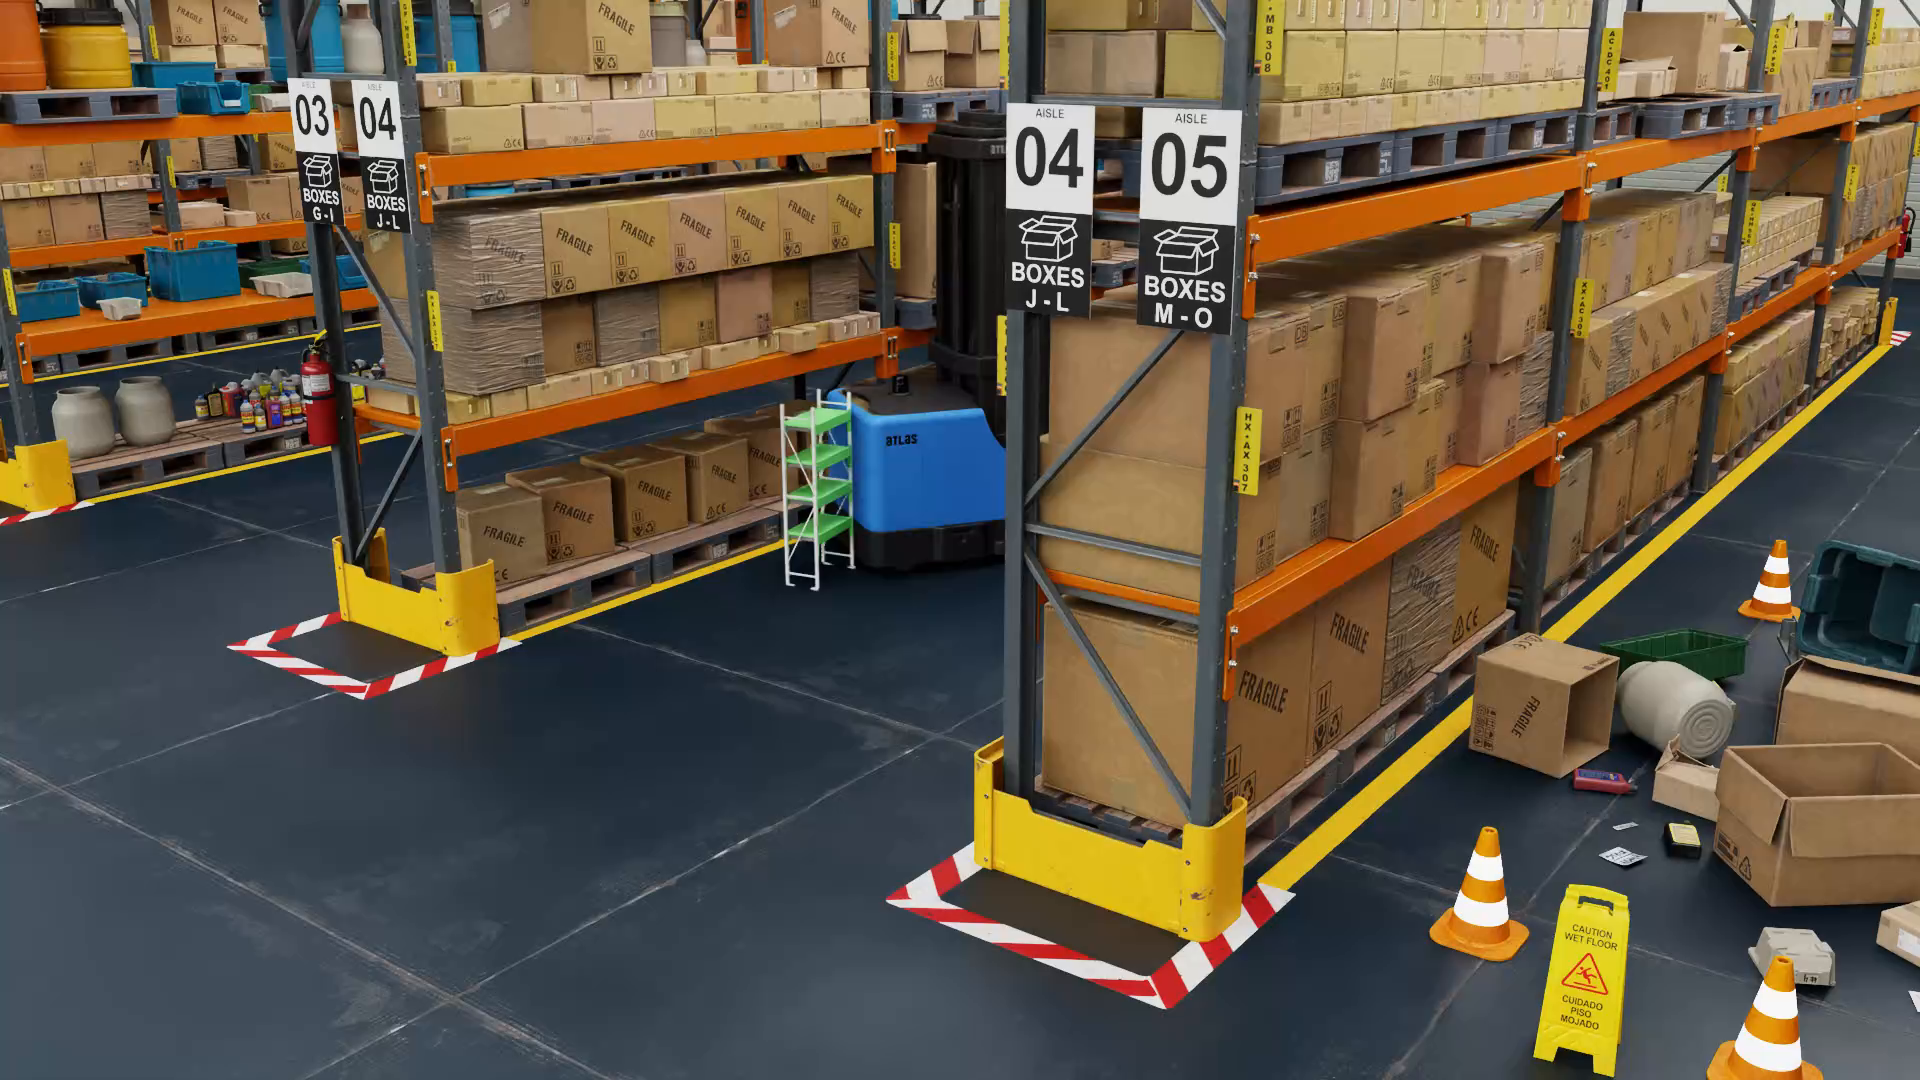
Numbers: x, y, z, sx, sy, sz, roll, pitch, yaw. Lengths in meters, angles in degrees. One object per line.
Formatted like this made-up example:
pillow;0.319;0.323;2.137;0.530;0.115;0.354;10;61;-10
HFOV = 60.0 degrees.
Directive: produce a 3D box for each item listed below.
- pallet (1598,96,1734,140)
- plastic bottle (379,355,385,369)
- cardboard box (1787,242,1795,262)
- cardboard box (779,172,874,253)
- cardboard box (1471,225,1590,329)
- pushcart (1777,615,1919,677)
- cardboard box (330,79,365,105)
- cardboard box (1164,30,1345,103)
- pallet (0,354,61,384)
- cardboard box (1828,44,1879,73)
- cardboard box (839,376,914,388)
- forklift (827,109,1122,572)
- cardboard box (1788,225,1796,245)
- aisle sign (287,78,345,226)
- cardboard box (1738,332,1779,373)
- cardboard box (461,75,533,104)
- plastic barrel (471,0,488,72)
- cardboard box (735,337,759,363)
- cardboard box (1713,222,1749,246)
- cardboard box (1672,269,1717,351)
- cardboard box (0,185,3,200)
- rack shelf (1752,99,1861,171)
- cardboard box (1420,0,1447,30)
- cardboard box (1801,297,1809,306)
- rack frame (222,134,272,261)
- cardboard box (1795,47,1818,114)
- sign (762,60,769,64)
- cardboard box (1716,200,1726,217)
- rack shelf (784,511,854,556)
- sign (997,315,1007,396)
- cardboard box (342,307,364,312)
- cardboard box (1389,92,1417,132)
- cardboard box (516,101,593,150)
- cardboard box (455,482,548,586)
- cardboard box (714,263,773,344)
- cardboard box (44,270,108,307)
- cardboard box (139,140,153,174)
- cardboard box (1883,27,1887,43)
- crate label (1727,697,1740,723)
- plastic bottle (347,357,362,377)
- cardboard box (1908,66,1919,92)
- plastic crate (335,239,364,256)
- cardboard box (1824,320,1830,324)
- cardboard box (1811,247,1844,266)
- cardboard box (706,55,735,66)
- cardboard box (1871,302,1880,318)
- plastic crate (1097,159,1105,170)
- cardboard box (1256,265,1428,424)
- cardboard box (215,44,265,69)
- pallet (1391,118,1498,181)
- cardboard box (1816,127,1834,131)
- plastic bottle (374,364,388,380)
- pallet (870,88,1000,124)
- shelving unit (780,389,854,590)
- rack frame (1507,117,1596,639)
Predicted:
pallet;4.383;-2.795;10.947;1.003;0.211;1.213;14;22;37
plastic bottle;-5.438;-1.614;15.742;0.097;0.271;0.097;0;17;0
cardboard box;7.078;-2.538;14.575;0.380;0.149;0.250;11;21;32
cardboard box;-0.966;-2.342;11.871;0.500;0.500;0.500;12;21;35
cardboard box;3.296;-1.574;9.901;0.700;0.500;0.500;12;21;34
pushcart;5.179;0.782;8.588;1.648;0.377;0.936;5;18;16
cardboard box;-3.387;-2.550;9.420;0.380;0.149;0.250;12;21;35
cardboard box;1.115;-1.798;6.292;0.500;0.250;0.500;12;21;35
pallet;-10.106;-1.776;17.107;1.003;0.211;1.213;12;21;35
cardboard box;8.251;-4.507;15.551;0.500;0.250;0.500;13;22;36
cardboard box;-0.536;-0.989;13.344;0.700;0.500;0.500;11;20;31
forklift;0.643;-1.445;11.455;3.031;2.935;1.130;-6;18;-20
cardboard box;7.071;-2.679;14.526;0.380;0.149;0.250;11;20;32
aisle sign;-3.580;-2.157;9.249;0.394;0.787;0.004;12;21;35
cardboard box;6.600;-1.605;14.097;0.500;0.250;0.500;13;21;35
cardboard box;-2.669;-2.580;9.517;0.380;0.149;0.250;12;21;34
plastic barrel;-4.378;-4.693;15.894;0.600;0.901;0.600;0;17;0
cardboard box;-1.595;-1.318;11.354;0.380;0.149;0.250;12;21;35
cardboard box;6.126;-2.445;13.272;0.380;0.149;0.250;12;21;34
cardboard box;5.037;-1.657;11.853;0.500;0.500;0.500;12;21;35
cardboard box;-9.776;-3.471;16.599;0.380;0.149;0.250;13;22;36
rack shelf;6.579;-3.448;13.943;1.077;0.370;4.000;12;21;35
cardboard box;1.834;-2.244;7.058;0.380;0.149;0.250;12;21;34
cardboard box;8.995;-2.584;18.102;0.380;0.149;0.250;13;22;37
rack frame;-10.470;-5.409;24.103;1.000;3.000;0.127;12;21;35
cardboard box;6.528;-3.692;13.348;0.500;0.500;0.500;12;21;35
sign;-2.067;-4.945;17.729;0.100;0.325;0.005;12;21;35
cardboard box;6.700;-3.000;15.059;0.380;0.149;0.250;12;21;34
rack shelf;-0.920;-0.044;10.886;0.258;0.148;0.480;7;19;23
sign;0.194;-0.742;6.724;0.100;0.325;0.005;12;21;35
cardboard box;-7.517;-2.888;19.913;0.500;0.250;0.500;13;21;36
cardboard box;1.684;-1.803;6.982;0.380;0.149;0.250;13;21;35
cardboard box;-2.505;-2.431;9.711;0.500;0.250;0.500;12;21;33
cardboard box;-2.917;-0.030;10.289;0.500;0.500;0.500;-15;23;-40
cardboard box;-1.780;-1.674;11.406;0.875;0.500;0.500;12;21;35
cardboard box;-9.280;-2.561;17.597;0.500;0.500;0.500;12;21;35
cardboard box;-11.466;-5.252;22.689;0.700;0.500;0.500;12;21;35
cardboard box;8.761;-4.899;16.143;0.380;0.149;0.250;12;21;33
crate label;3.893;0.880;8.680;0.298;0.136;0.250;-1;17;-3
plastic bottle;-5.595;-1.506;15.260;0.144;0.351;0.185;12;21;35
cardboard box;9.798;-4.871;17.566;0.500;0.250;0.500;12;21;35
plastic crate;-5.311;-2.574;15.078;0.767;0.338;0.504;12;21;35
cardboard box;8.466;-2.128;16.634;0.380;0.149;0.250;12;21;34
cardboard box;8.203;-2.725;15.884;0.380;0.149;0.250;13;22;37
cardboard box;-3.617;-6.920;24.165;0.500;0.250;0.500;12;21;35
cardboard box;10.069;-2.593;18.633;0.380;0.149;0.250;12;21;33
plastic crate;2.204;-5.496;24.224;0.616;0.435;0.499;12;21;35
cardboard box;1.570;-0.902;7.518;0.875;0.550;0.550;12;21;35
cardboard box;-8.172;-5.419;18.624;0.500;0.250;0.500;10;20;29
pallet;1.781;-1.837;7.695;1.003;0.211;1.213;12;21;35
cardboard box;8.750;-4.032;17.313;0.500;0.500;0.500;12;21;33
plastic bottle;-5.163;-1.400;14.920;0.144;0.351;0.185;11;20;32
pallet;-0.465;-3.301;12.575;1.213;0.211;1.003;12;21;35
shelving unit;-0.920;-0.334;10.796;0.258;1.200;0.503;7;19;23
rack frame;3.004;-0.930;9.680;1.000;3.000;0.127;12;21;35
